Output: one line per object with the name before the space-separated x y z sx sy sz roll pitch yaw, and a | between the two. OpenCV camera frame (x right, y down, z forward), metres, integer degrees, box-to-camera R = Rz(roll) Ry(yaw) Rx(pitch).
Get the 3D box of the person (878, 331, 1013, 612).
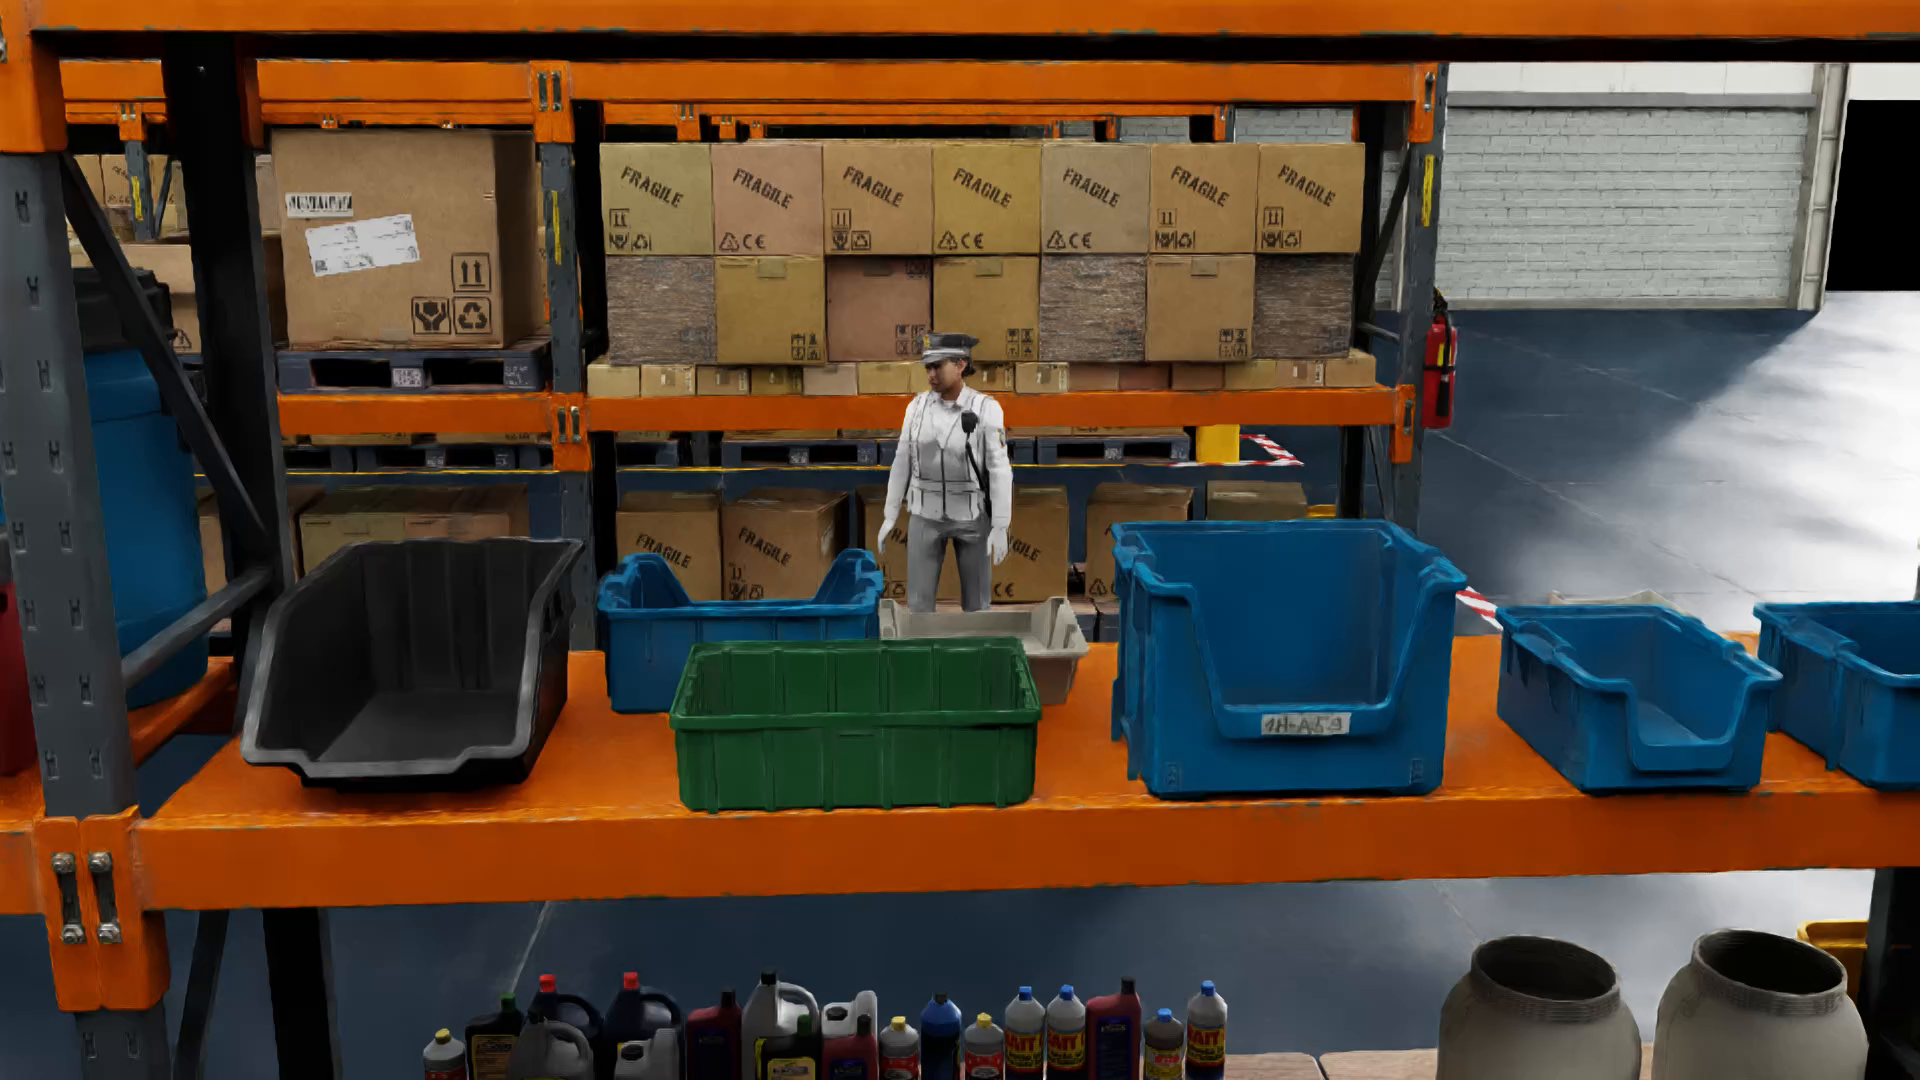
person | -0.070 -0.063 7.128 0.588 1.669 0.551 2 14 9
